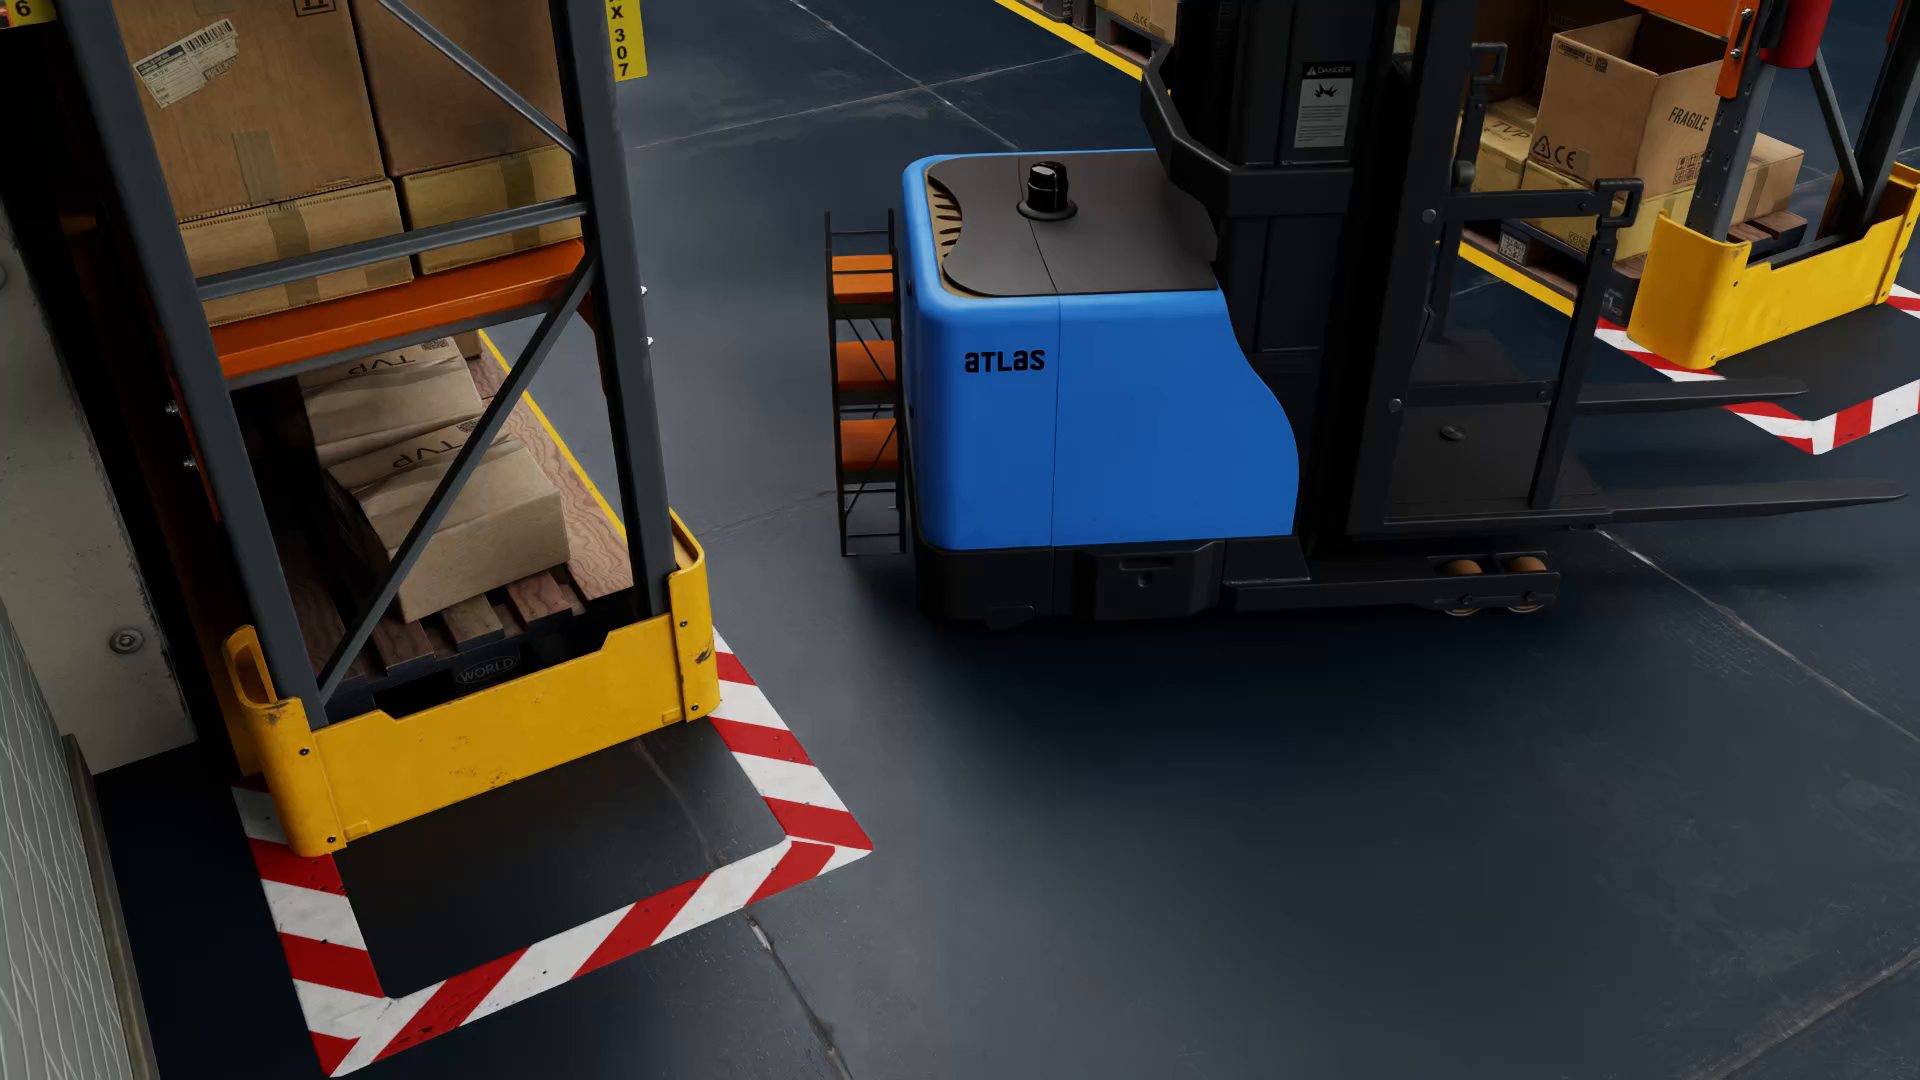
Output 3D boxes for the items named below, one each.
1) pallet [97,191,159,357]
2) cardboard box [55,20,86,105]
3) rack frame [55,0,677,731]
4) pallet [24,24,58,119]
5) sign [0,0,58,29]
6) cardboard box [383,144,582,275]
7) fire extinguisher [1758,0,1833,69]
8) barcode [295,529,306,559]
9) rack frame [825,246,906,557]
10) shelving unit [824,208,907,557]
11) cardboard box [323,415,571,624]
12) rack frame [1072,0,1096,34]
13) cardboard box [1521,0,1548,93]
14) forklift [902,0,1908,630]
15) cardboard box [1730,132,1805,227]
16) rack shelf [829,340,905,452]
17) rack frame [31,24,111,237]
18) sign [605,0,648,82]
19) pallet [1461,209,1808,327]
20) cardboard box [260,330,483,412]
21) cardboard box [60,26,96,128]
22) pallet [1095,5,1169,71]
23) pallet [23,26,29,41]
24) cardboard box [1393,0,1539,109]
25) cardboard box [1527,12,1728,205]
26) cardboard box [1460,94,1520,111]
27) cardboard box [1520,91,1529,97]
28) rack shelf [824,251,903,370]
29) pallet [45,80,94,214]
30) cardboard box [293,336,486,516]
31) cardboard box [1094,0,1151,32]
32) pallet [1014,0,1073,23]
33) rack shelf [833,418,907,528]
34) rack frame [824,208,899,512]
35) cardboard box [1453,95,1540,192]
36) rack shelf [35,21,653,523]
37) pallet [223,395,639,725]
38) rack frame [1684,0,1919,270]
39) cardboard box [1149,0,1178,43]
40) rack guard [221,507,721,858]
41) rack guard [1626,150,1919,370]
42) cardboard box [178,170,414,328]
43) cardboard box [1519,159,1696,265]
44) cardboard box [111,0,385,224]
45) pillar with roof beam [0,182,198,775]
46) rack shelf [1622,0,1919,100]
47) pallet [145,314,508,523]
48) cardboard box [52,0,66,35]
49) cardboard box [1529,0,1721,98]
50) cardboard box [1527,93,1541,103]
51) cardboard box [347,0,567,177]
[{"bbox_3d":[-2.839,-1.206,6.722,1.003,0.211,1.213,-19,40,-24],"label":"pallet"},{"bbox_3d":[-2.382,-1.526,4.907,0.500,0.250,0.500,-18,40,-23],"label":"cardboard box"},{"bbox_3d":[-1.197,-0.624,3.562,1.000,3.000,0.127,-19,40,-24],"label":"rack frame"},{"bbox_3d":[-4.216,-2.558,8.573,1.003,0.211,1.213,-19,40,-24],"label":"pallet"},{"bbox_3d":[-1.687,-1.065,2.916,0.100,0.325,0.005,-19,40,-24],"label":"sign"},{"bbox_3d":[-1.168,-0.915,4.070,0.500,0.250,0.500,-20,41,-25],"label":"cardboard box"},{"bbox_3d":[2.742,-1.865,5.326,0.296,0.674,0.183,-19,40,-24],"label":"fire extinguisher"},{"bbox_3d":[-1.822,0.010,4.592,0.001,0.075,0.075,-19,40,-24],"label":"barcode"},{"bbox_3d":[-0.269,-0.378,4.878,0.200,1.050,0.008,-3,36,-4],"label":"rack frame"},{"bbox_3d":[-0.279,-0.450,4.976,0.215,1.050,0.252,-3,36,-4],"label":"shelving unit"},{"bbox_3d":[-1.467,-0.096,4.745,0.500,0.311,0.500,-24,42,-29],"label":"cardboard box"},{"bbox_3d":[1.074,-4.134,8.367,1.000,3.000,0.127,-19,40,-24],"label":"rack frame"},{"bbox_3d":[2.492,-2.301,7.197,0.500,0.500,0.500,-19,40,-24],"label":"cardboard box"},{"bbox_3d":[1.356,-1.268,4.501,3.031,2.935,1.130,-3,36,-4],"label":"forklift"},{"bbox_3d":[3.007,-1.493,6.726,0.500,0.250,0.500,-19,40,-24],"label":"cardboard box"},{"bbox_3d":[-0.279,-0.441,4.982,0.215,0.259,0.240,-3,36,-4],"label":"rack shelf"},{"bbox_3d":[-3.207,-2.664,6.355,1.000,3.000,0.127,-19,40,-24],"label":"rack frame"},{"bbox_3d":[-0.728,-1.135,3.527,0.100,0.325,0.005,-19,40,-24],"label":"sign"},{"bbox_3d":[2.664,-1.346,6.913,1.003,0.211,1.213,-19,40,-24],"label":"pallet"},{"bbox_3d":[-2.079,-0.852,5.619,0.700,0.500,0.500,-22,41,-27],"label":"cardboard box"},{"bbox_3d":[-2.126,-1.269,4.555,0.500,0.250,0.500,-19,40,-24],"label":"cardboard box"},{"bbox_3d":[1.438,-2.590,8.617,1.003,0.211,1.213,-19,40,-24],"label":"pallet"},{"bbox_3d":[-4.825,-3.179,9.424,1.003,0.211,1.213,-19,40,-24],"label":"pallet"},{"bbox_3d":[2.042,-2.147,6.986,0.500,0.500,0.500,-19,40,-24],"label":"cardboard box"},{"bbox_3d":[2.557,-1.641,6.294,0.500,0.500,0.500,-19,40,-24],"label":"cardboard box"},{"bbox_3d":[2.045,-1.845,7.208,0.500,0.250,0.500,-19,40,-24],"label":"cardboard box"},{"bbox_3d":[2.502,-2.002,7.423,0.500,0.250,0.500,-19,40,-24],"label":"cardboard box"},{"bbox_3d":[-0.279,-0.670,4.815,0.215,0.259,0.240,-3,36,-4],"label":"rack shelf"},{"bbox_3d":[-3.599,-1.935,7.720,1.003,0.211,1.213,-19,40,-24],"label":"pallet"},{"bbox_3d":[-1.753,-0.386,5.143,0.500,0.311,0.500,-16,39,-20],"label":"cardboard box"},{"bbox_3d":[1.045,-2.867,8.607,0.500,0.250,0.500,-19,40,-24],"label":"cardboard box"},{"bbox_3d":[0.671,-3.372,9.688,1.003,0.211,1.213,-19,40,-24],"label":"pallet"},{"bbox_3d":[-0.279,-0.217,5.146,0.215,0.259,0.240,-3,36,-4],"label":"rack shelf"},{"bbox_3d":[-0.289,-0.522,5.074,0.200,1.050,0.008,-3,36,-4],"label":"rack frame"},{"bbox_3d":[2.298,-1.591,6.860,0.500,0.250,0.500,-19,40,-24],"label":"cardboard box"},{"bbox_3d":[-2.202,-1.354,5.170,1.077,0.370,4.000,-19,40,-24],"label":"rack shelf"},{"bbox_3d":[-1.613,0.038,5.019,1.003,0.211,1.213,-19,40,-24],"label":"pallet"},{"bbox_3d":[3.084,-2.094,5.574,1.000,3.000,0.127,-19,40,-24],"label":"rack frame"},{"bbox_3d":[1.292,-2.610,8.256,0.500,0.250,0.500,-19,40,-24],"label":"cardboard box"},{"bbox_3d":[-1.235,0.346,4.352,1.175,0.500,0.348,-19,40,-24],"label":"rack guard"},{"bbox_3d":[3.096,-1.072,6.295,1.175,0.500,0.348,-19,40,-24],"label":"rack guard"},{"bbox_3d":[-1.600,-0.753,3.848,0.500,0.250,0.500,-18,40,-23],"label":"cardboard box"},{"bbox_3d":[2.559,-1.339,6.516,0.500,0.250,0.500,-19,40,-24],"label":"cardboard box"},{"bbox_3d":[-1.618,-1.052,3.622,0.500,0.500,0.500,-19,40,-24],"label":"cardboard box"},{"bbox_3d":[1.426,-4.423,3.677,9.100,9.000,0.400,-19,40,-24],"label":"pillar with roof beam"},{"bbox_3d":[2.079,-2.824,7.183,1.077,0.370,4.000,-19,40,-24],"label":"rack shelf"},{"bbox_3d":[-2.222,-0.583,5.870,1.003,0.211,1.213,-19,40,-24],"label":"pallet"},{"bbox_3d":[-2.126,-1.574,4.336,0.500,0.500,0.500,-20,41,-25],"label":"cardboard box"},{"bbox_3d":[2.754,-2.050,6.853,0.500,0.500,0.500,-19,40,-24],"label":"cardboard box"},{"bbox_3d":[2.753,-1.747,7.073,0.500,0.250,0.500,-19,40,-24],"label":"cardboard box"},{"bbox_3d":[-1.177,-1.207,3.834,0.500,0.500,0.500,-19,40,-24],"label":"cardboard box"}]
